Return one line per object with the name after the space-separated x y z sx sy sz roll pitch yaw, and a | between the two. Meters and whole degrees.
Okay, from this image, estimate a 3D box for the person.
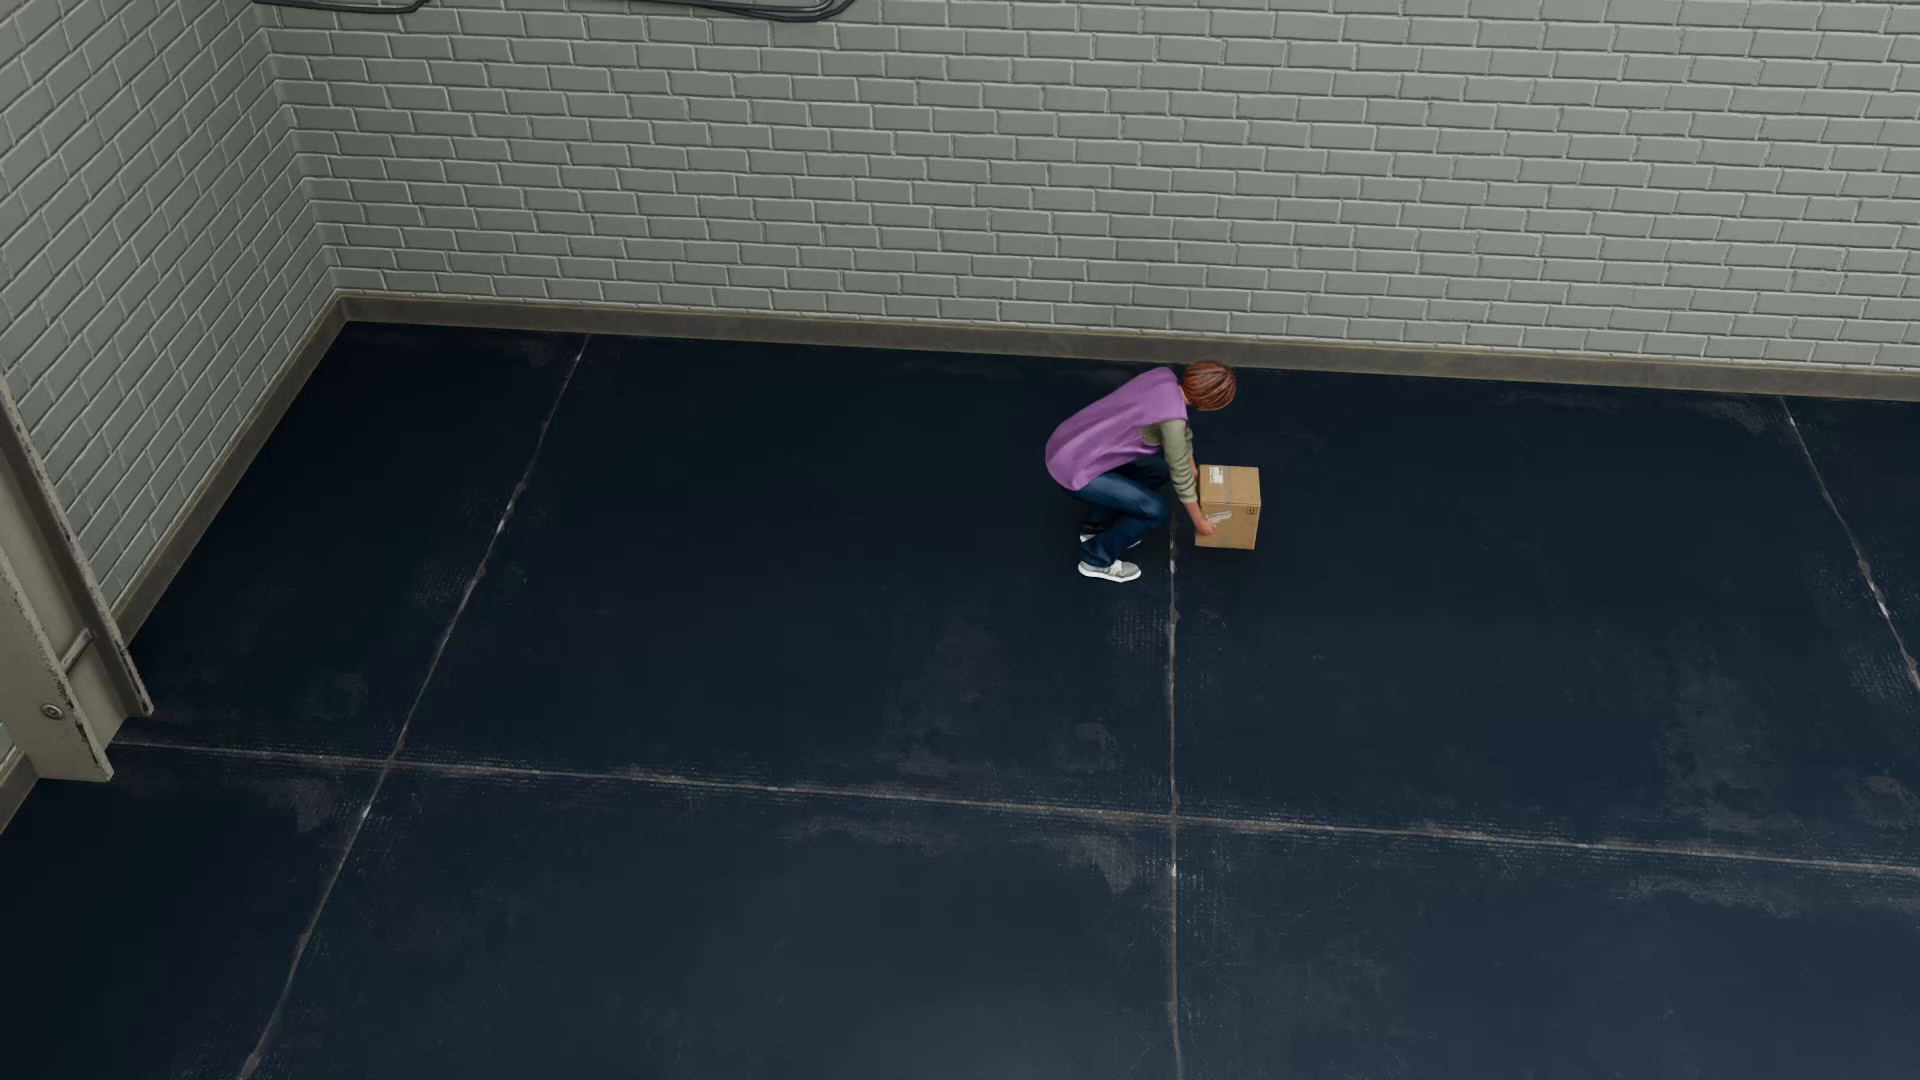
0.735 -0.313 6.988 0.762 1.002 0.455 3 41 4 | person
